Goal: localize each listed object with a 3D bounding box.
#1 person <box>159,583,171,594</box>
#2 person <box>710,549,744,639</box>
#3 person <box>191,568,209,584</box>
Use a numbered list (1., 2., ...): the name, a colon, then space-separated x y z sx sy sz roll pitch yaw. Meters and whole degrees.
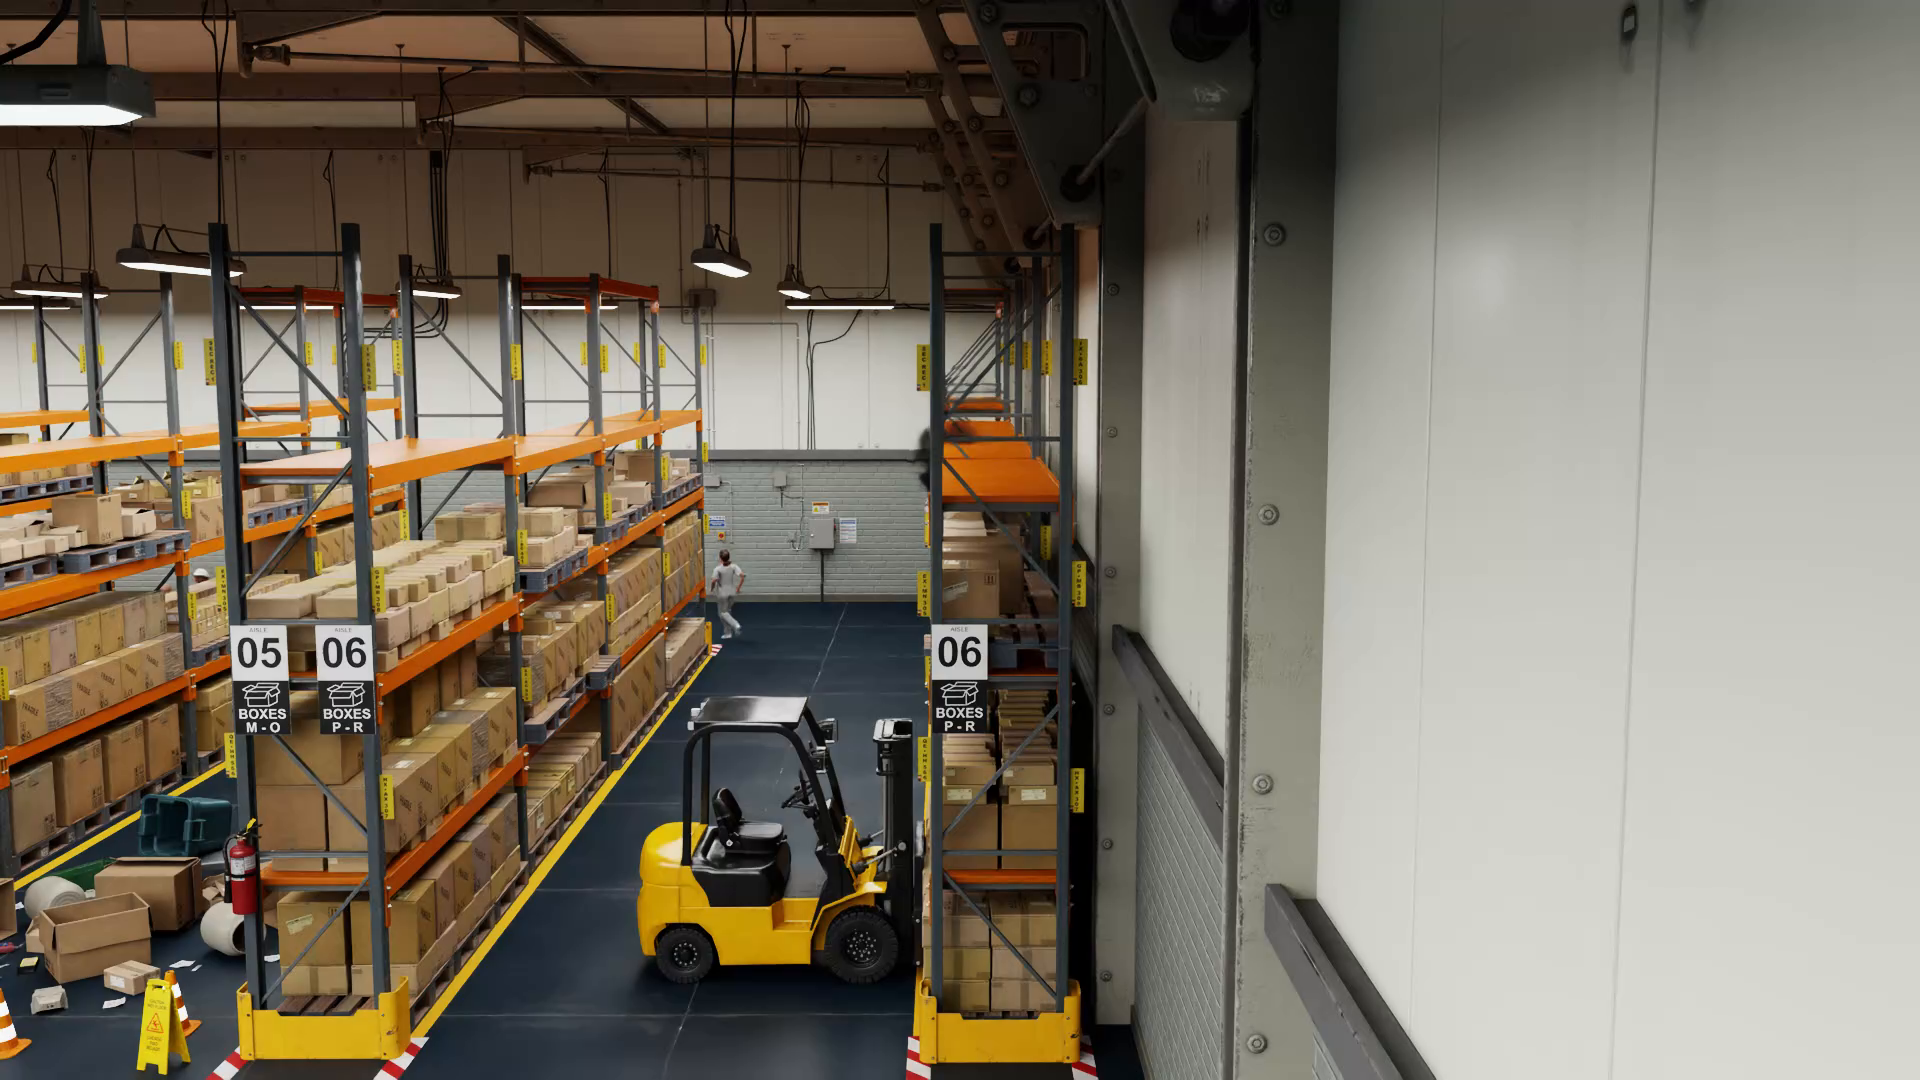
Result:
1. person: -11.353 1.526 23.829 0.691 1.840 0.832 0 7 -2
2. person: -4.083 0.987 29.104 0.615 1.623 0.615 -5 8 -37
3. person: -11.509 1.324 25.500 0.683 1.825 0.786 0 7 4
